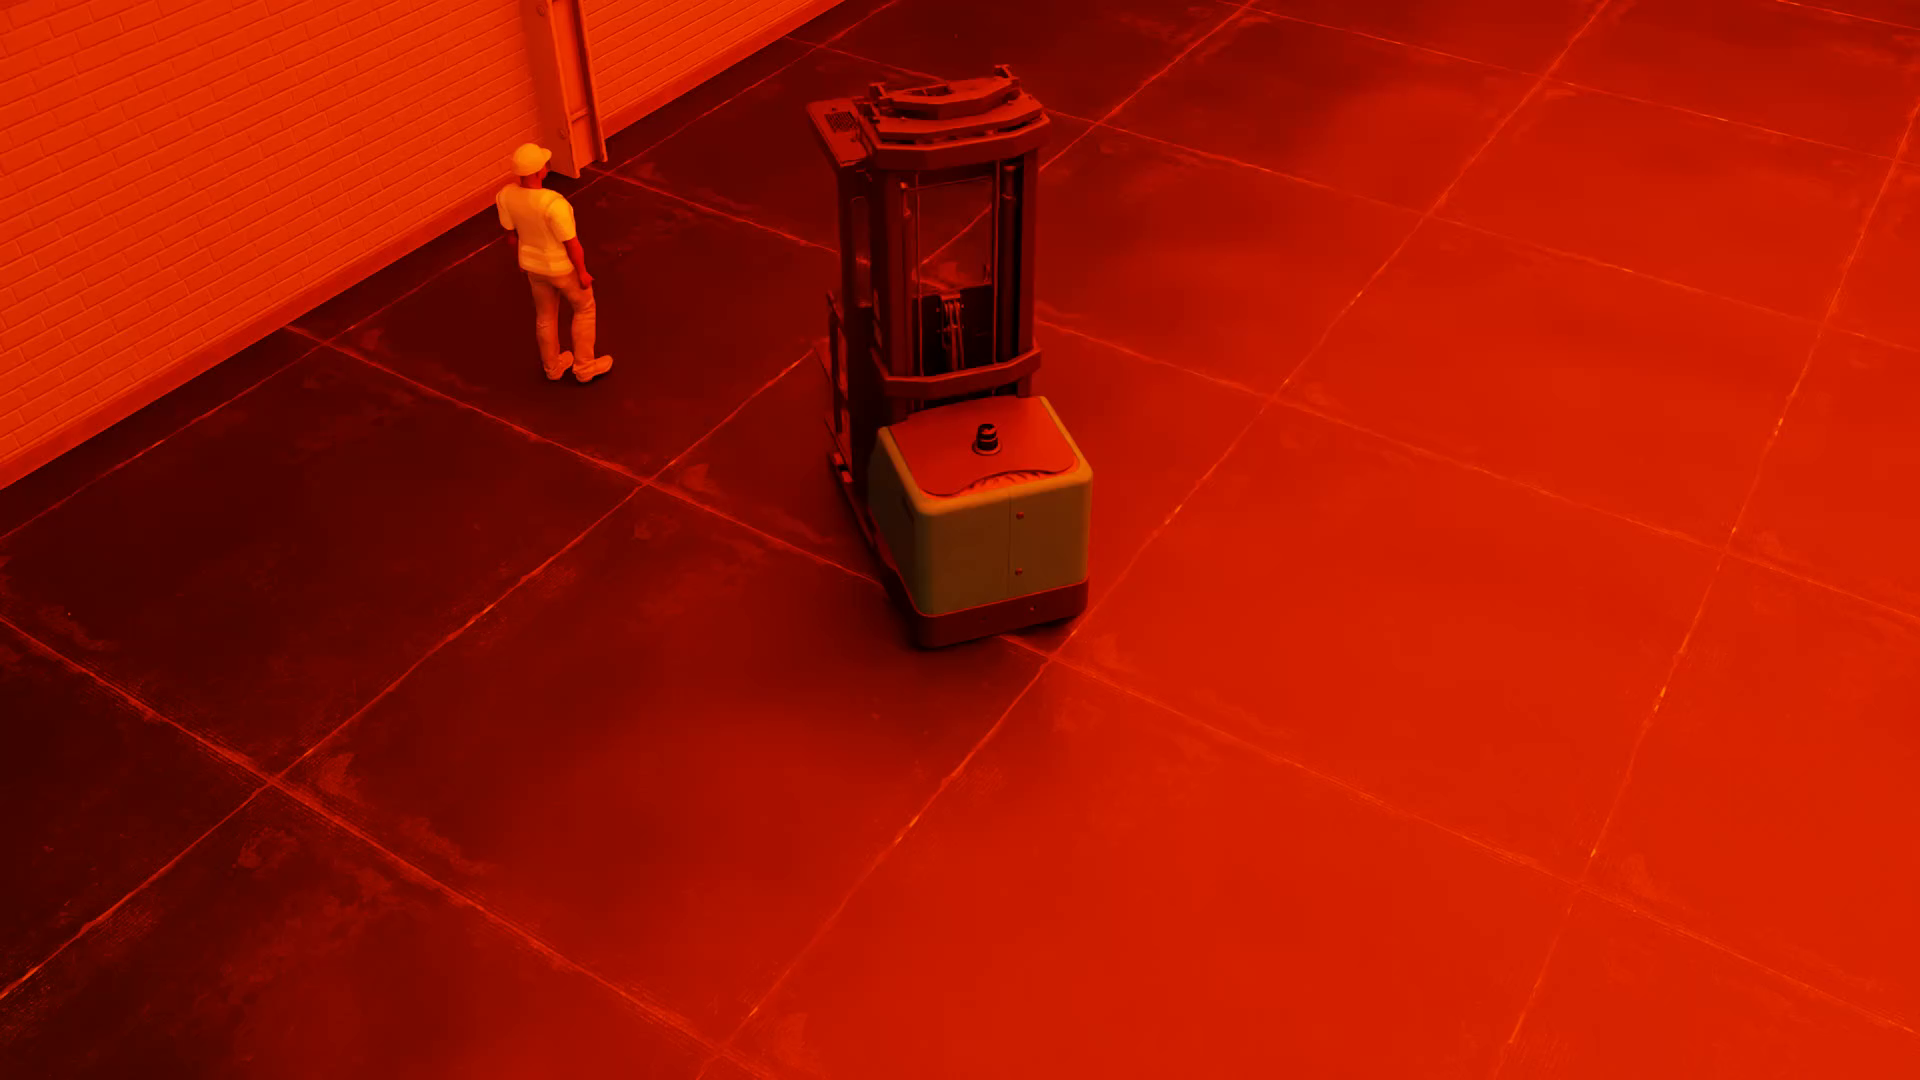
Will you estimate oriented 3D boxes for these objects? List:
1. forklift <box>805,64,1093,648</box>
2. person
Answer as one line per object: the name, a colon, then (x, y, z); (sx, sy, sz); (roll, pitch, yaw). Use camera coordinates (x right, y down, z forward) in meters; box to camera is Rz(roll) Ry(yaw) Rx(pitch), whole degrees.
forklift: (-0.210, -1.471, 9.703); (1.130, 2.935, 3.031); (-12, 42, -14)
person: (-2.704, -1.829, 11.027); (0.557, 1.767, 0.387); (16, 43, 18)
